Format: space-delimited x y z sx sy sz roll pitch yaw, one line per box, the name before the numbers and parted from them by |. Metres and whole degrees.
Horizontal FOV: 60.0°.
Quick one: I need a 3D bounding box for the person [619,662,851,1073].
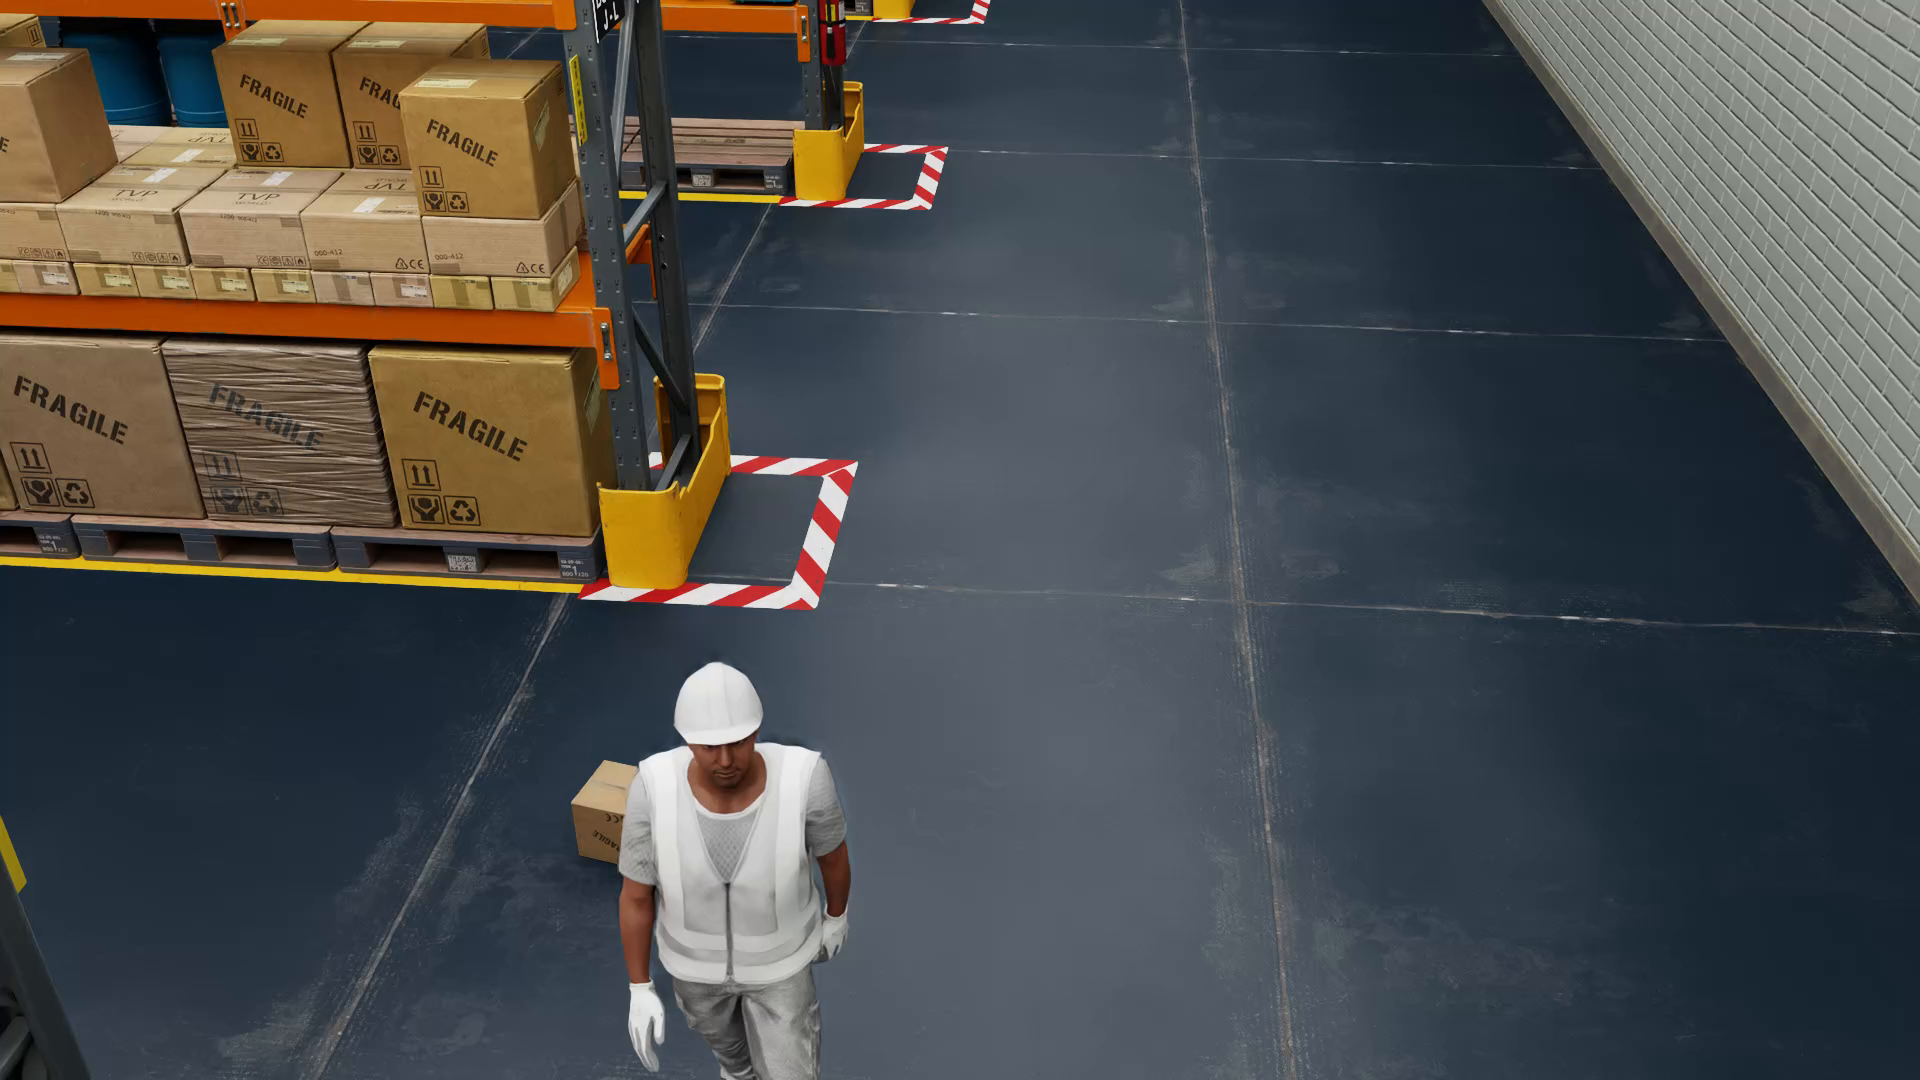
person | -0.569 1.134 4.287 0.561 1.806 0.820 0 32 1
